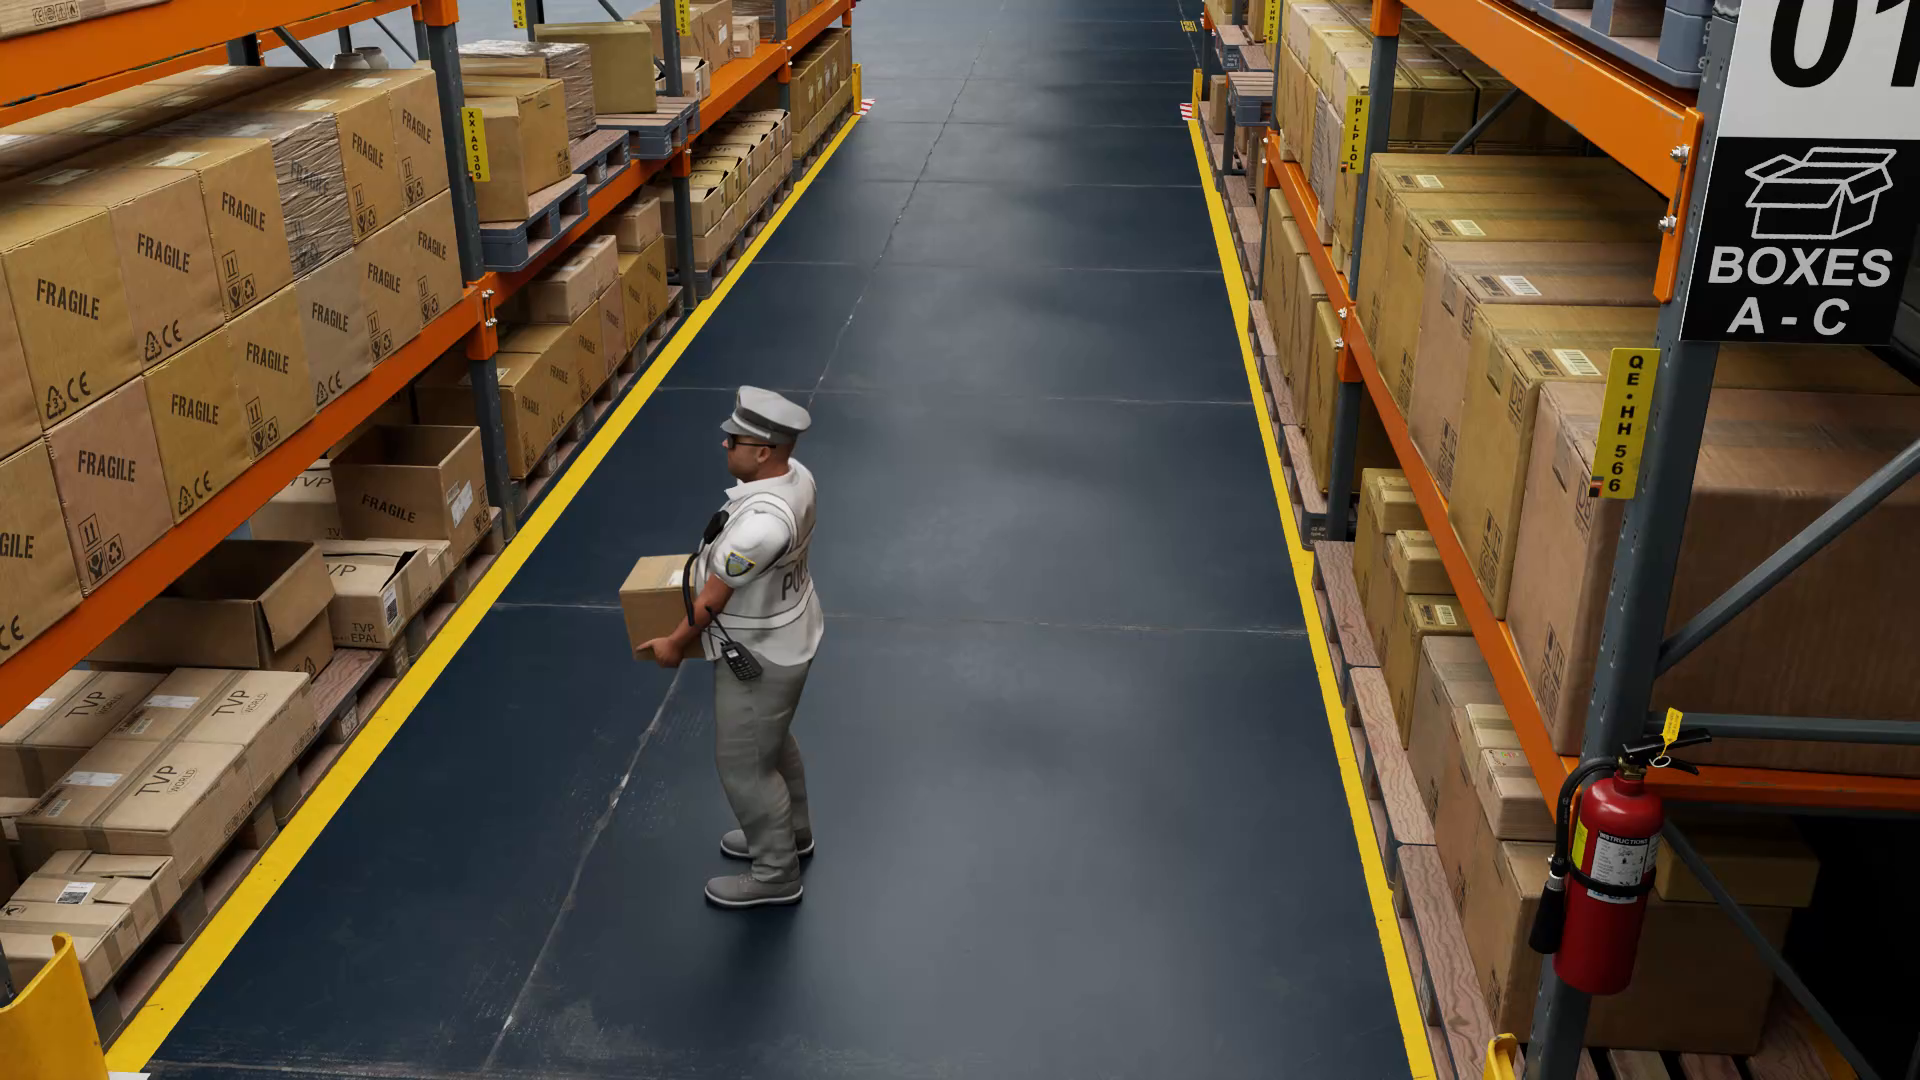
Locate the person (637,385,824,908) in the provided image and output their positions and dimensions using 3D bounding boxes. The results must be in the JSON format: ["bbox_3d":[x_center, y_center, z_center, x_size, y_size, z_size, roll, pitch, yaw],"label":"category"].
[{"bbox_3d":[-0.725,0.343,5.321,0.563,1.767,0.494,2,24,5],"label":"person"}]
